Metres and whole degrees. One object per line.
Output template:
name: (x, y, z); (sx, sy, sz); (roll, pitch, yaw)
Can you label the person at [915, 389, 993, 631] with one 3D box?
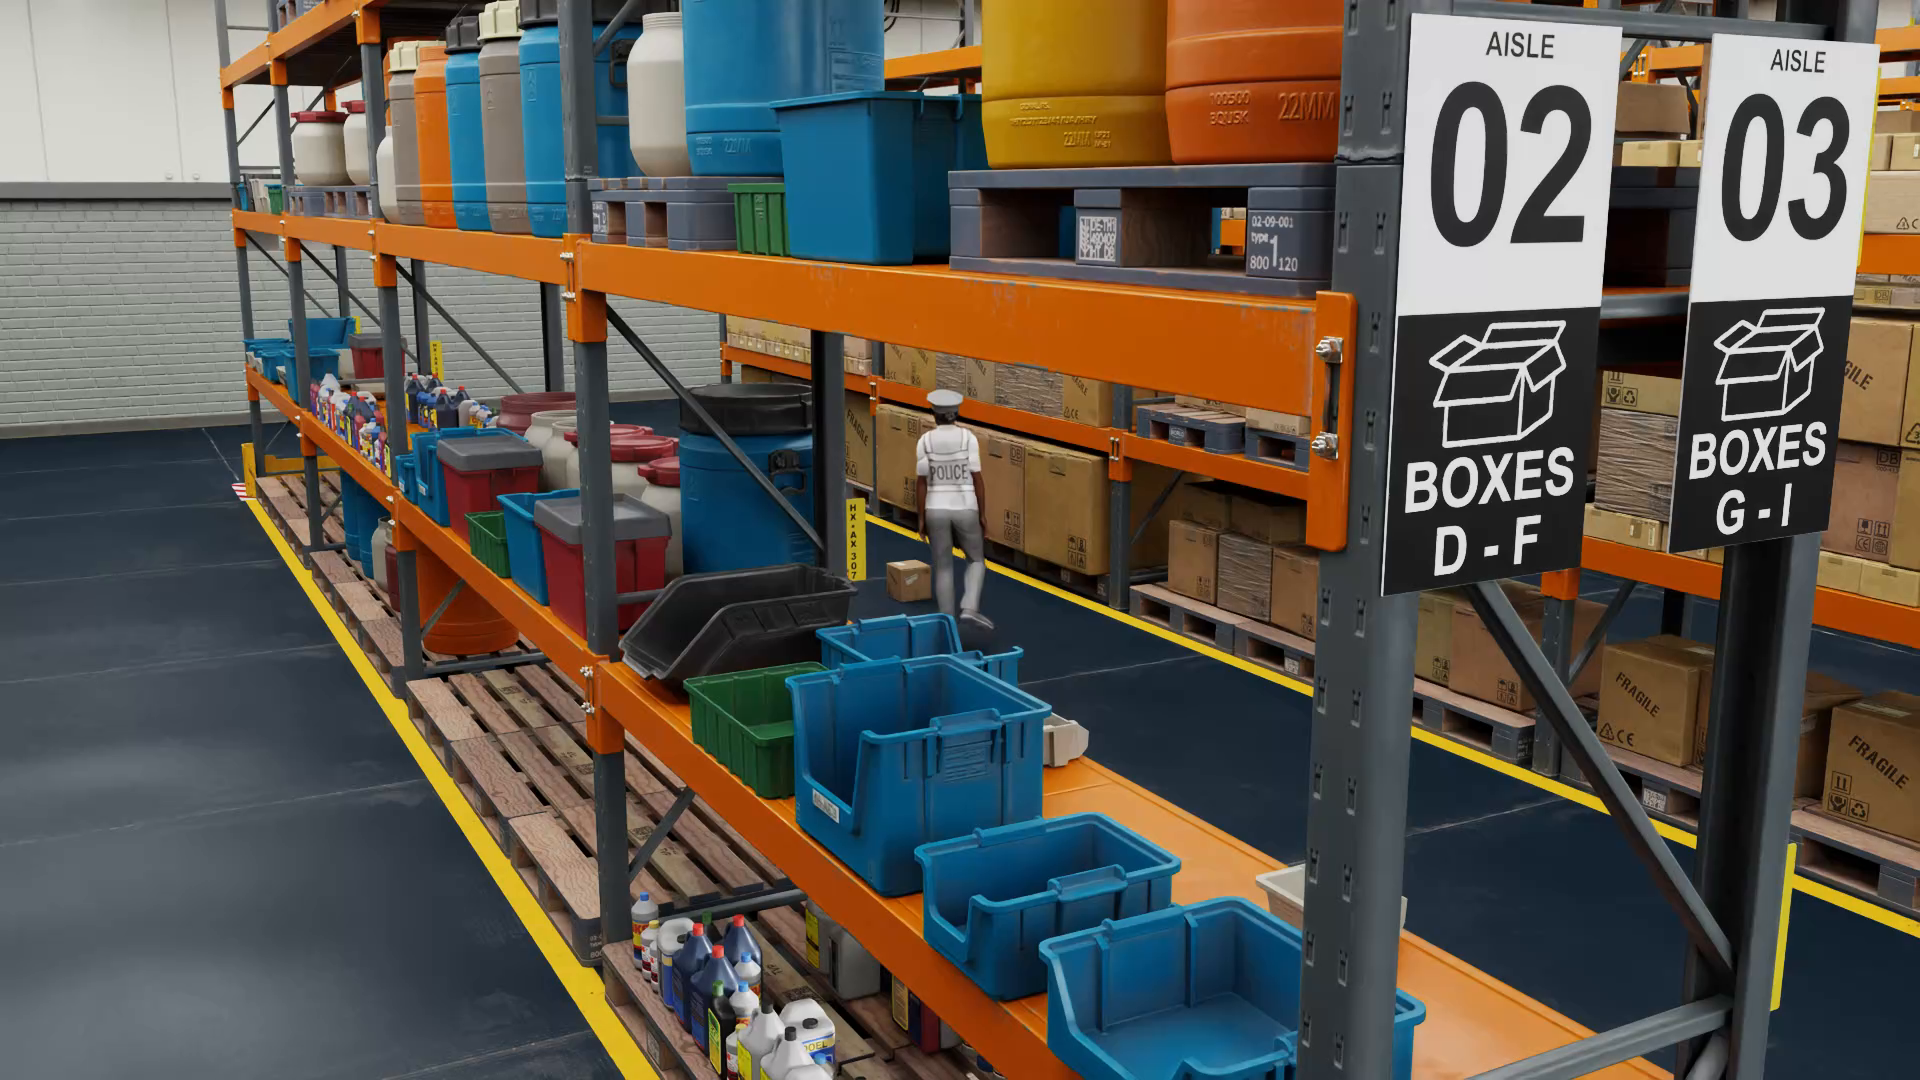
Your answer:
person: (-0.037, -0.147, 11.100); (0.529, 1.669, 0.526); (0, 12, 2)
